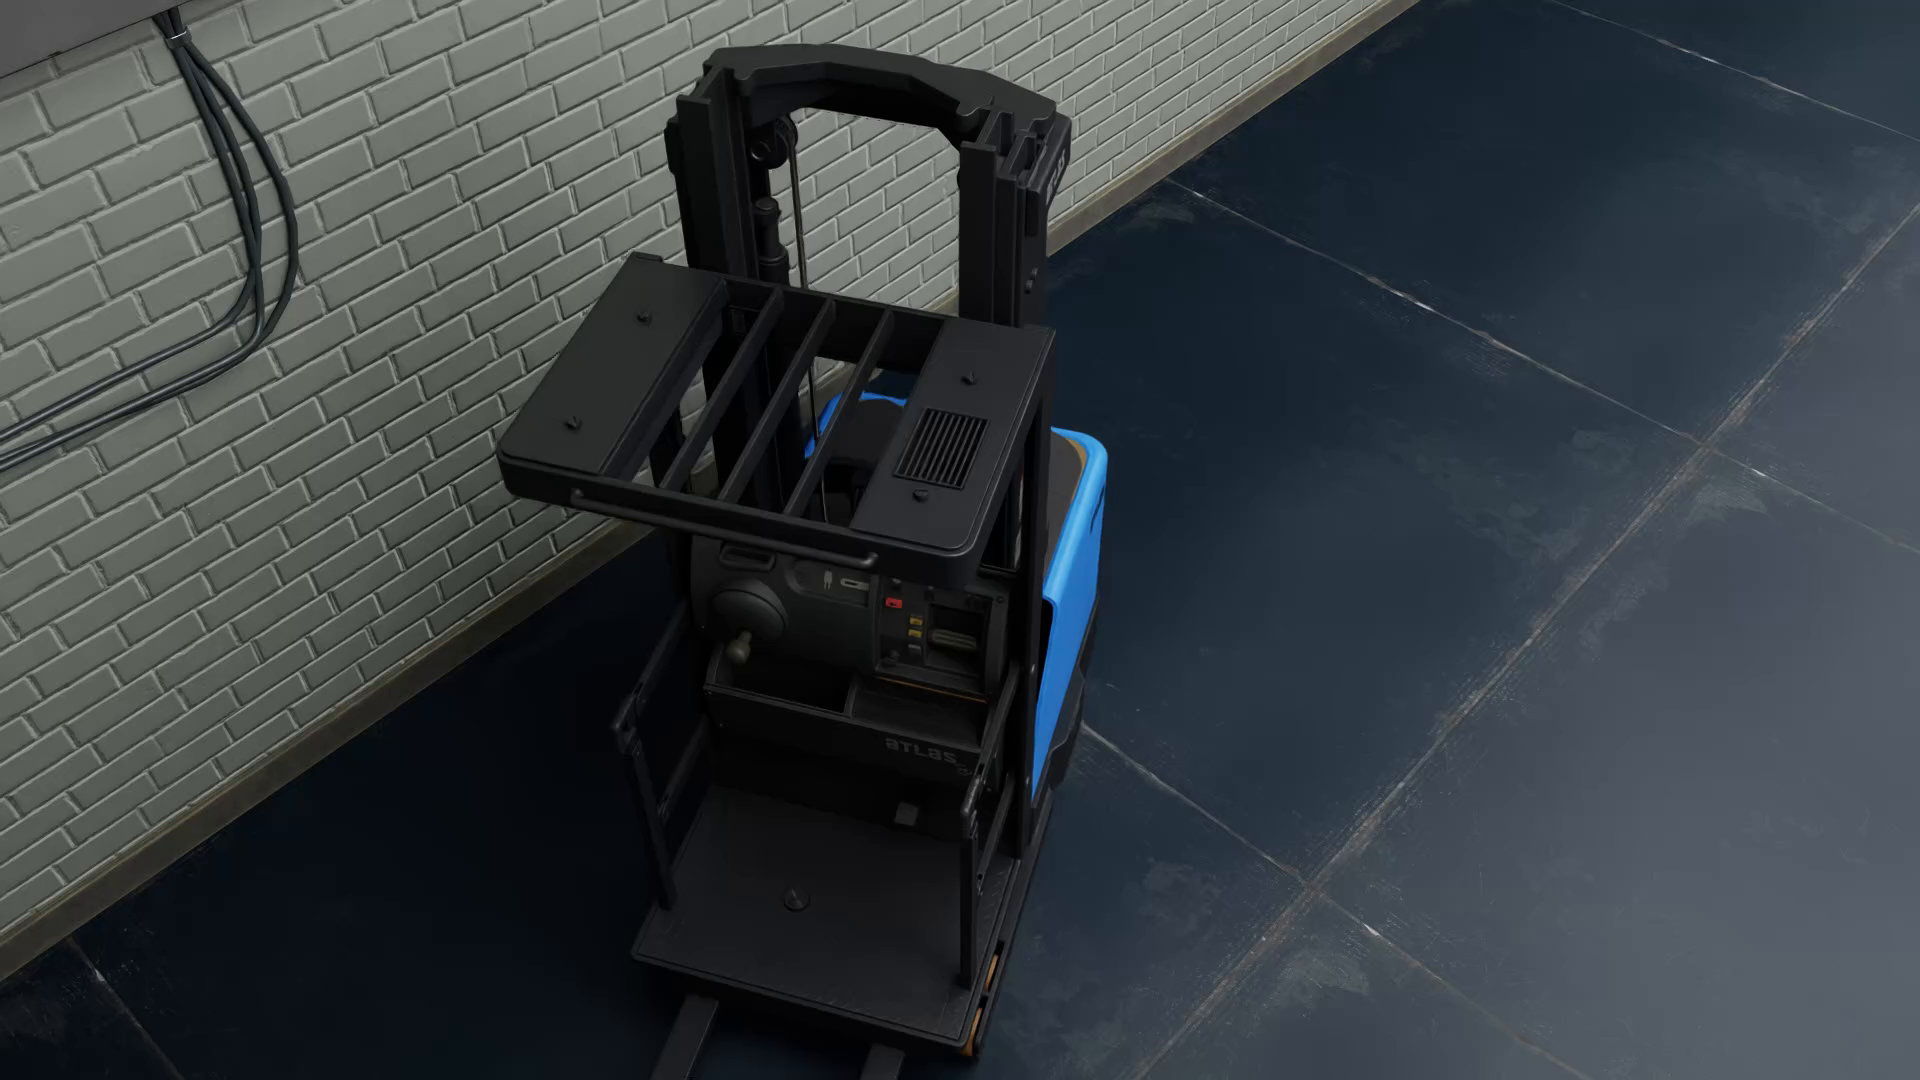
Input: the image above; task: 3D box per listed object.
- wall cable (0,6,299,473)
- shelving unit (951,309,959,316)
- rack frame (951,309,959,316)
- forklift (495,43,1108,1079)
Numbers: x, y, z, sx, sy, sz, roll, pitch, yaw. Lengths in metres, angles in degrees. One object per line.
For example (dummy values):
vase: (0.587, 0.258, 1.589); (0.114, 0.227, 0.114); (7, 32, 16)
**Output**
wall cable: (-2.974, -0.696, 3.469); (0.112, 2.526, 3.097); (34, 55, 28)
shelving unit: (0.011, -0.404, 6.414); (0.189, 1.200, 0.258); (34, 55, 28)
rack frame: (-0.057, -0.449, 6.457); (0.006, 1.200, 0.240); (34, 55, 28)
forklift: (-0.377, 0.311, 4.556); (1.130, 2.935, 3.031); (12, 48, 11)
